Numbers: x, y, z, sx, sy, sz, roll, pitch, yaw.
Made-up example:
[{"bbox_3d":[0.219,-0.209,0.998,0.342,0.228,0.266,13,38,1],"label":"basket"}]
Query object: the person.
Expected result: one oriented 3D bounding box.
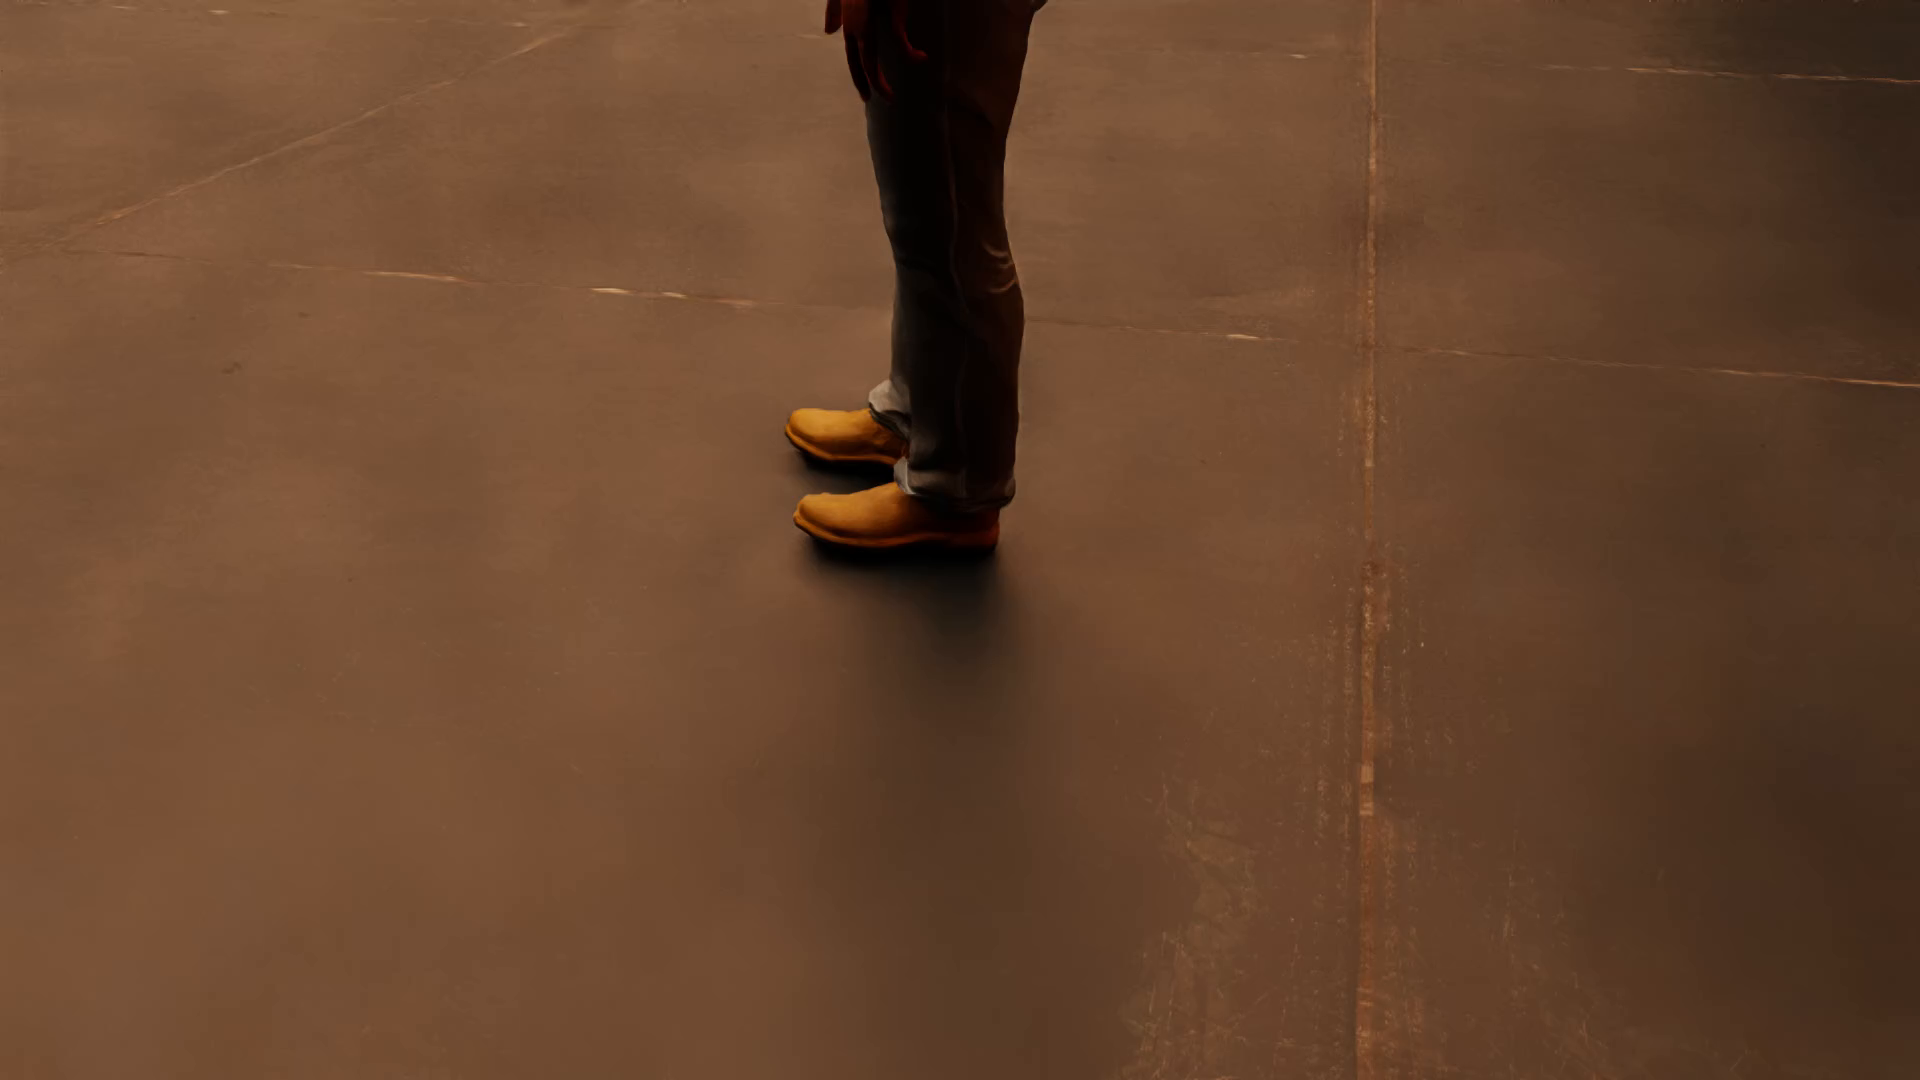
[{"bbox_3d":[0.010,-0.823,2.089,0.419,1.707,0.665,6,27,11],"label":"person"}]
